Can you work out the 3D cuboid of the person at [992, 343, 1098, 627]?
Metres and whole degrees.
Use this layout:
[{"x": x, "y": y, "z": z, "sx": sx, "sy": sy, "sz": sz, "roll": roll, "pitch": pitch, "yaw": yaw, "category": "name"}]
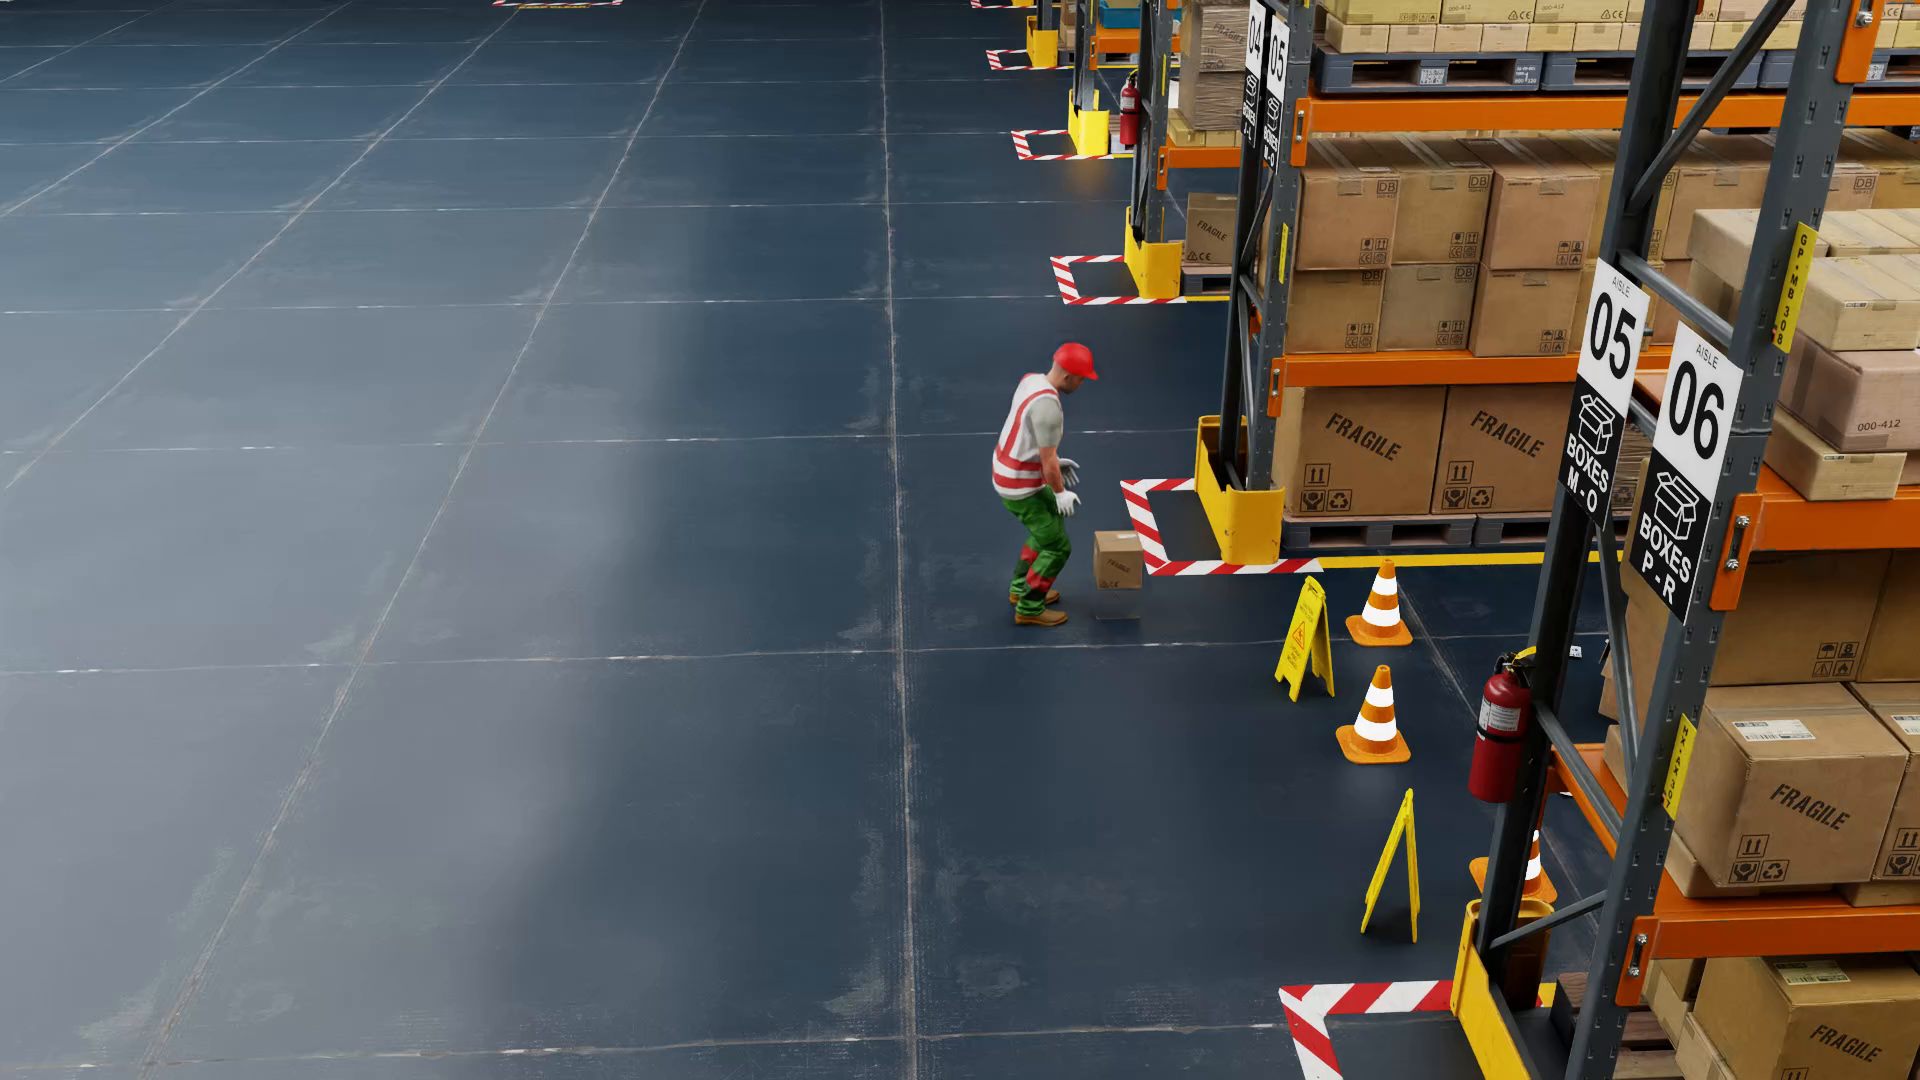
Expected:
[{"x": 0.468, "y": -0.332, "z": 9.394, "sx": 0.580, "sy": 1.647, "sz": 0.564, "roll": -1, "pitch": 27, "yaw": -2, "category": "person"}]
